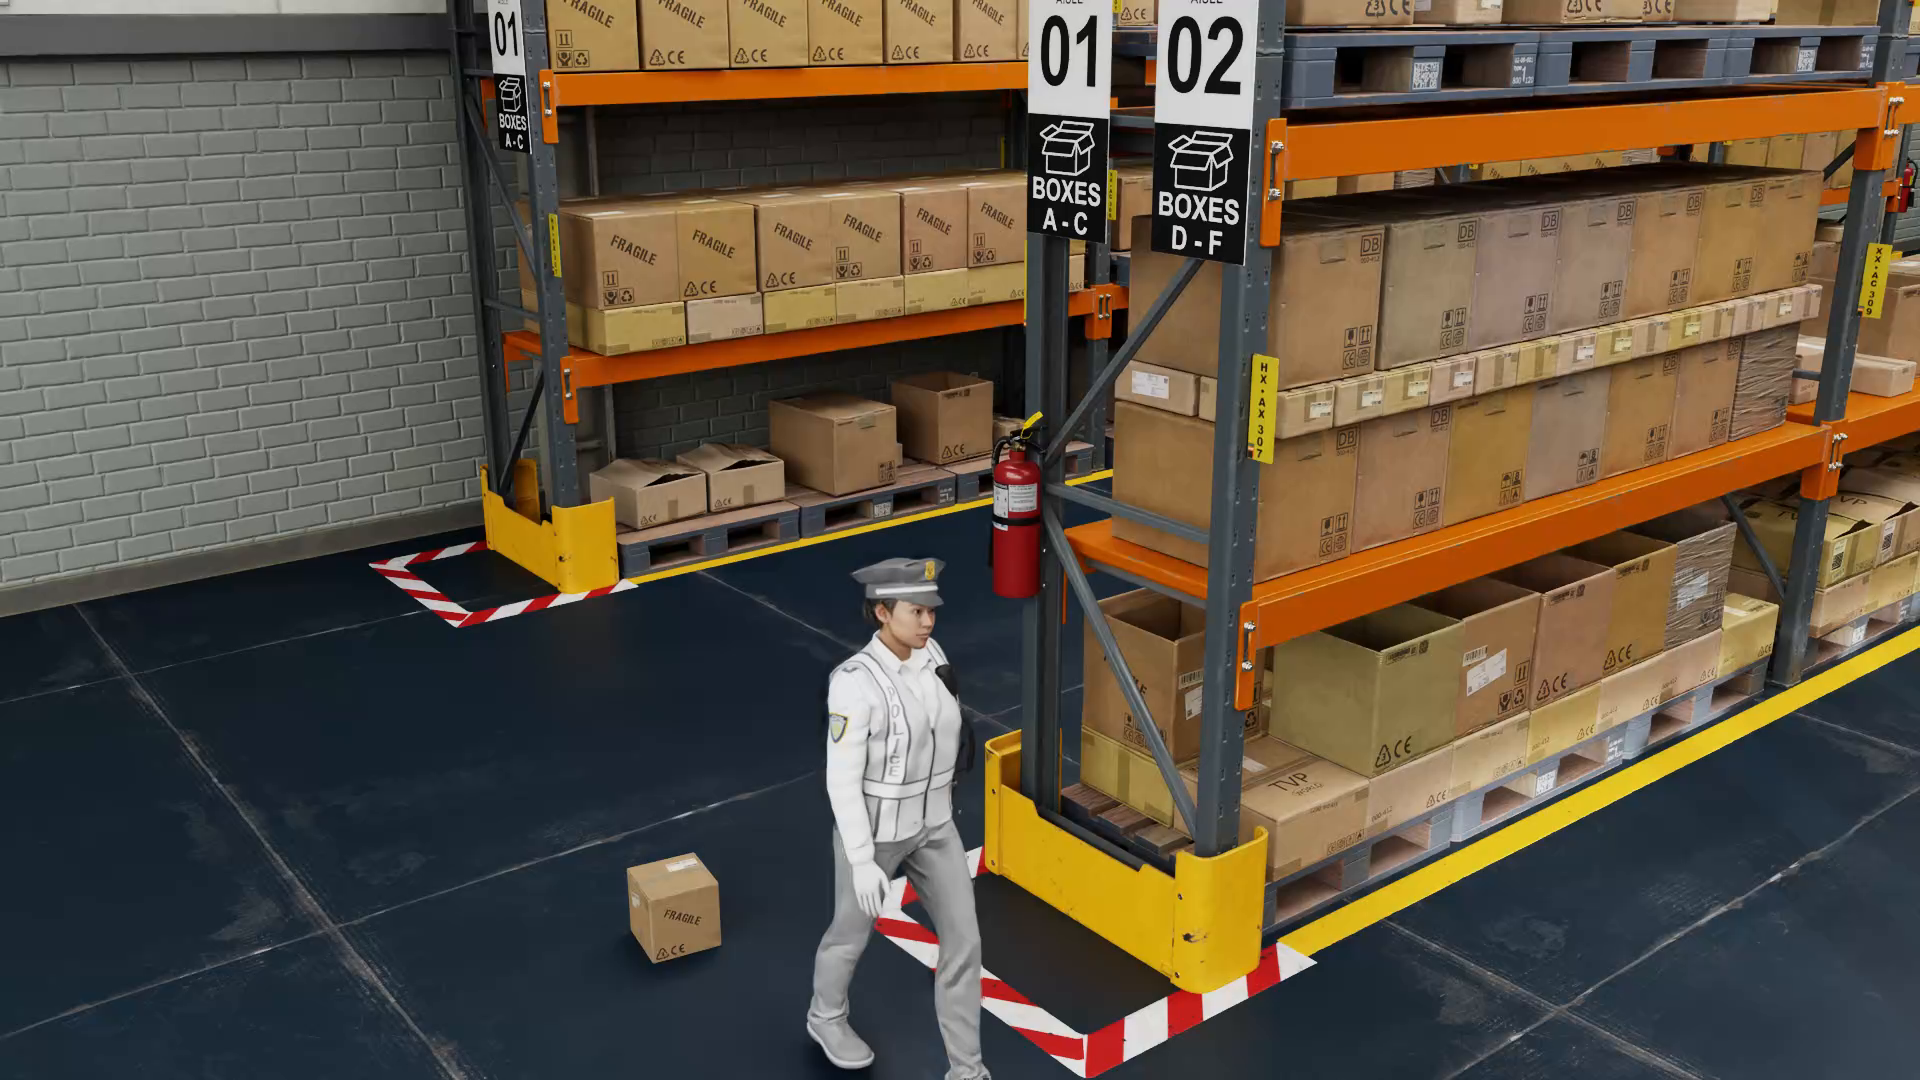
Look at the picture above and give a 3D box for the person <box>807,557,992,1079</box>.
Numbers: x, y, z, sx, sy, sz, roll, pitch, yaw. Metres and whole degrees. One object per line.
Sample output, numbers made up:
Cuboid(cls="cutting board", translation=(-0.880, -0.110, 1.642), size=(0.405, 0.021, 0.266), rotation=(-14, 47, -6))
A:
Cuboid(cls="person", translation=(-0.140, 0.874, 4.838), size=(0.542, 1.704, 0.787), rotation=(-17, 24, -42))
